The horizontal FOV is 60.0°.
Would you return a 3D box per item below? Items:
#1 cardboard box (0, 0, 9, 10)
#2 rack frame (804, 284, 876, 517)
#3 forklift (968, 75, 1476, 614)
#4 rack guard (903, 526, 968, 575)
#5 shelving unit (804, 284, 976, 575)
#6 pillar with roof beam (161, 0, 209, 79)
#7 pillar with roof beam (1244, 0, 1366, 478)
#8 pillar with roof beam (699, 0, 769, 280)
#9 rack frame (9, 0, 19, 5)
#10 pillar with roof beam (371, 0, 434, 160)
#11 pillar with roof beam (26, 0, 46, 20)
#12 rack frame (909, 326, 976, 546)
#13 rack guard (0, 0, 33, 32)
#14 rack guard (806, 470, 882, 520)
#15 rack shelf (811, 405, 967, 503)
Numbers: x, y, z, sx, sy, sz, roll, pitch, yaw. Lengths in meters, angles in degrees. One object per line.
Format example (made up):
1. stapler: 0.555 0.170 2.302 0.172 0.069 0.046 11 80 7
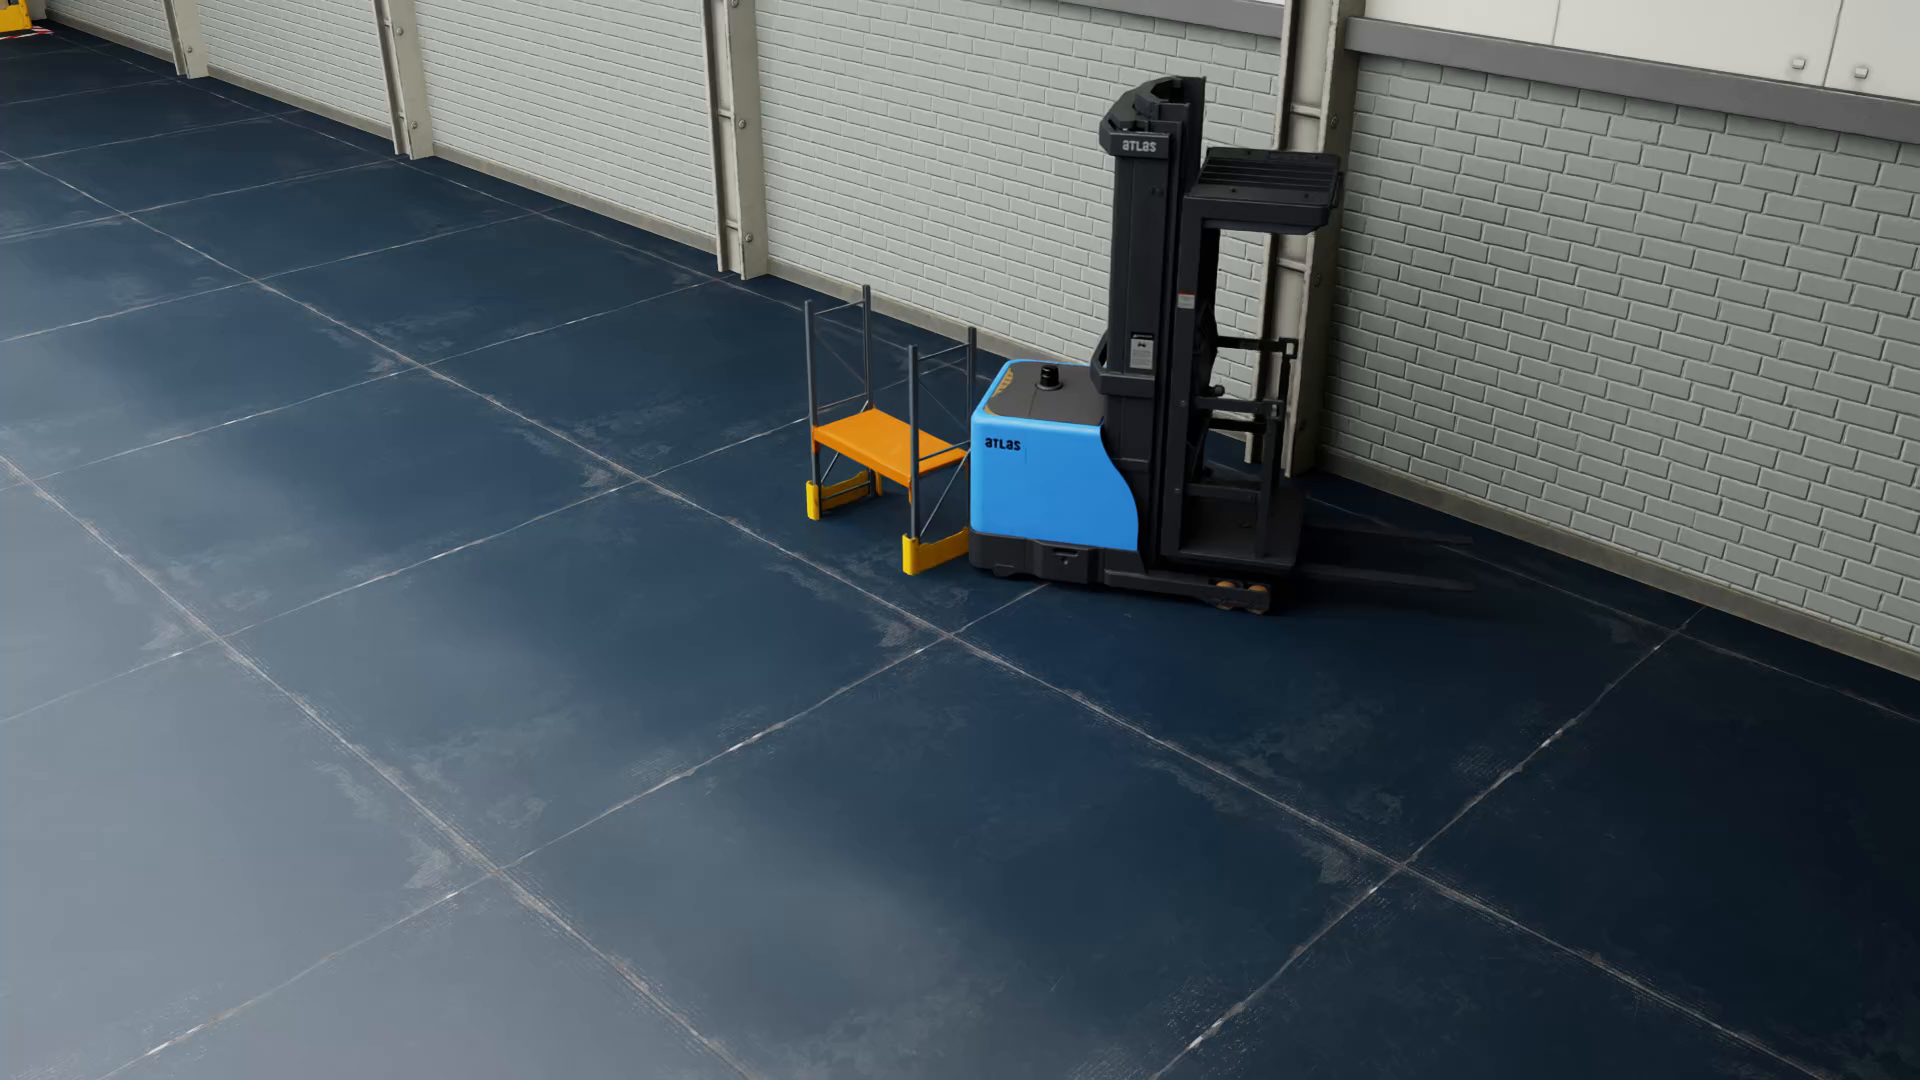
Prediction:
1. cardboard box: -15.197 -8.373 25.948 0.500 0.250 0.500 25 37 39
2. rack frame: -0.771 -0.895 10.834 0.500 1.500 0.032 -22 35 -36
3. forklift: 1.626 -1.132 9.747 3.031 2.935 1.130 7 29 13
4. rack guard: -0.114 0.007 10.461 0.587 0.250 0.087 -22 35 -36
5. shelving unit: -0.442 -0.720 10.502 0.587 1.500 1.083 -22 35 -36
6. pillar with roof beam: -13.588 -8.974 18.142 0.400 9.000 9.100 25 36 38
7. pillar with roof beam: -0.753 -3.101 6.972 0.400 9.000 9.100 25 36 38
8. pillar with roof beam: -5.031 -5.059 10.695 0.400 9.000 9.100 25 36 38
9. rack frame: -14.984 -9.179 24.977 0.127 3.000 1.000 25 36 38
10. pillar with roof beam: -9.310 -7.017 14.418 0.400 9.000 9.100 25 36 38
11. pillar with roof beam: -17.867 -10.932 21.865 0.400 9.000 9.100 25 36 38
12. rack frame: -0.101 -0.539 10.157 0.500 1.500 0.032 -22 35 -36
13. rack guard: -14.967 -8.065 25.544 0.348 0.500 1.175 25 36 38
14. rack guard: -0.770 -0.341 11.124 0.587 0.250 0.087 -22 35 -36
15. rack shelf: -0.436 -0.558 10.579 0.538 0.185 1.000 -22 35 -36
